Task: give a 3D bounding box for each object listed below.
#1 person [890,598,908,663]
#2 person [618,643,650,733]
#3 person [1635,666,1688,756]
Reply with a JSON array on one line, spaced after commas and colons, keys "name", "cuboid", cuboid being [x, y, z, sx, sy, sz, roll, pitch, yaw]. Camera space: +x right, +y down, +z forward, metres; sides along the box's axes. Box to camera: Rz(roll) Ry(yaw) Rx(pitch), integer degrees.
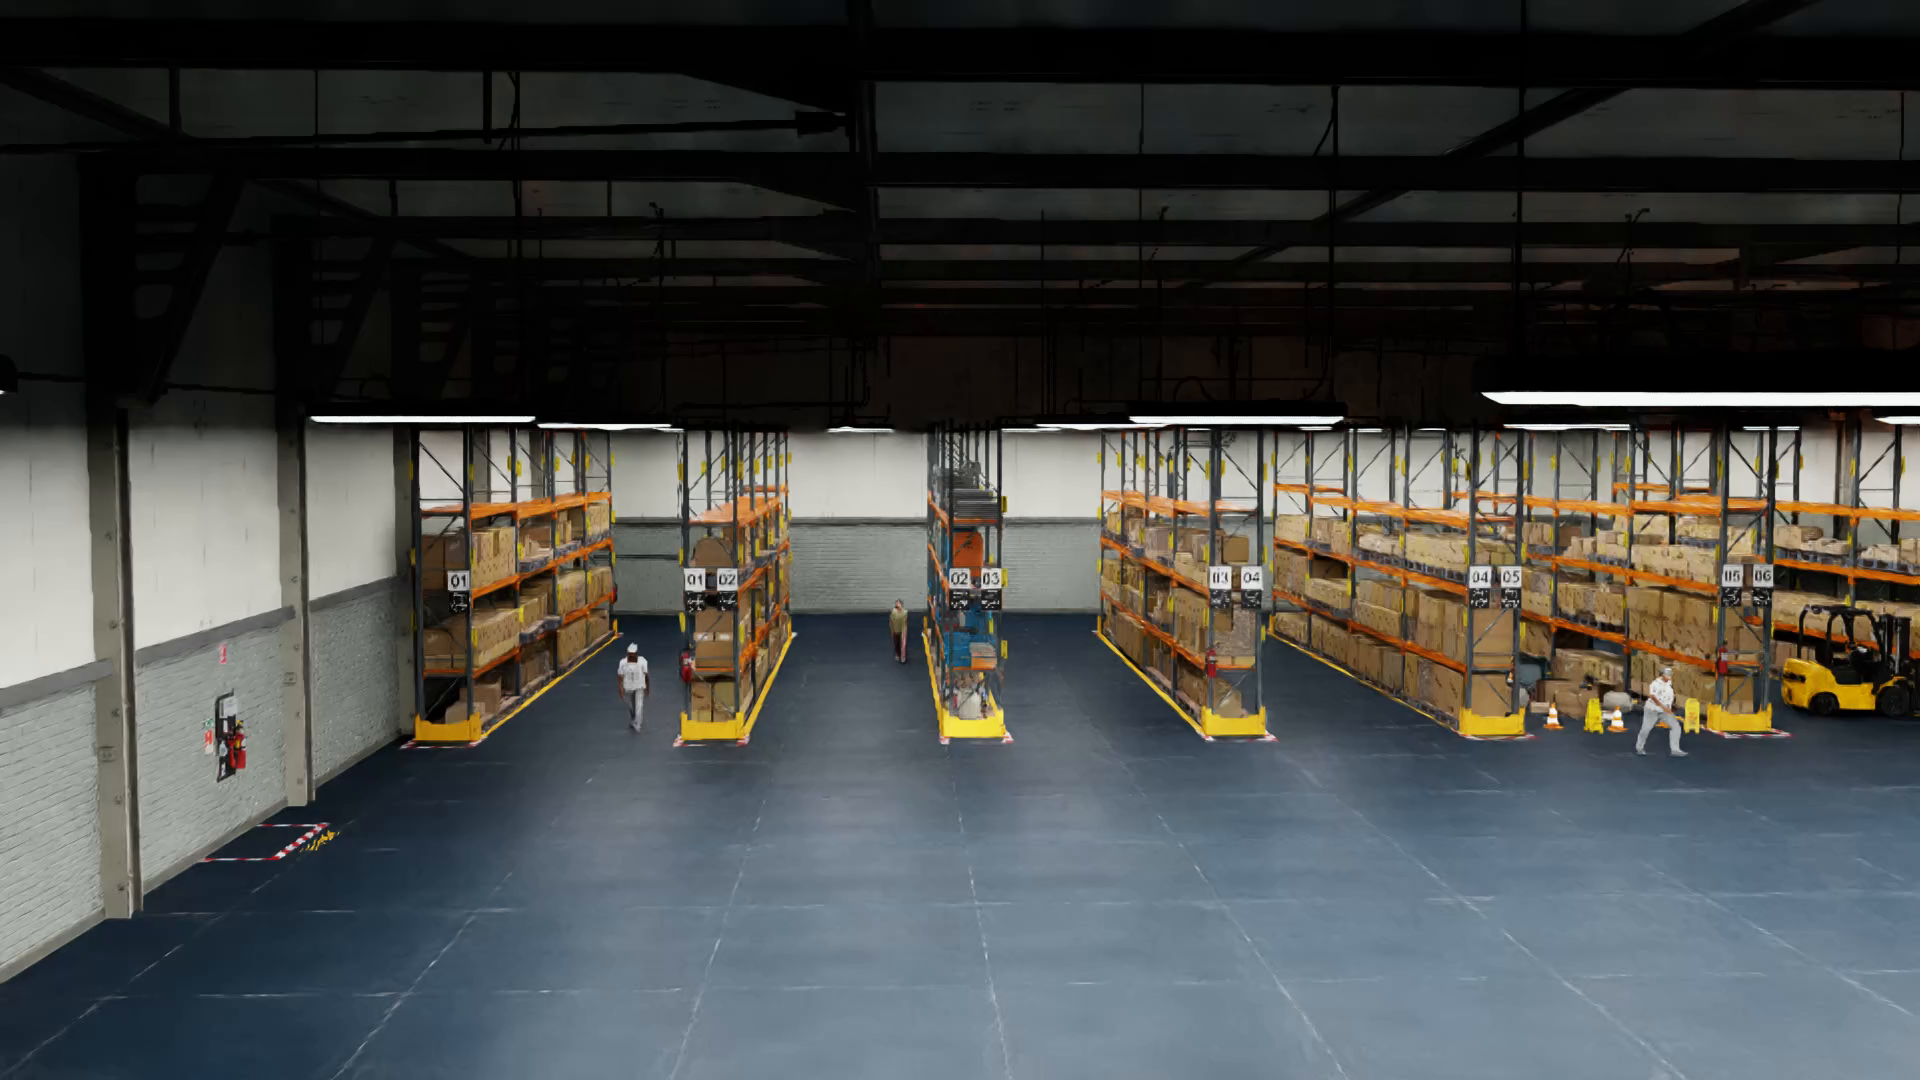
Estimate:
[{"name": "person", "cuboid": [-1.531, 2.248, 41.608, 0.448, 1.590, 1.099, 0, 4, 0]}, {"name": "person", "cuboid": [-6.282, 2.821, 31.943, 0.577, 1.691, 1.121, 0, 4, 0]}, {"name": "person", "cuboid": [12.454, 3.022, 29.575, 0.647, 1.603, 0.766, -2, 4, -24]}]
